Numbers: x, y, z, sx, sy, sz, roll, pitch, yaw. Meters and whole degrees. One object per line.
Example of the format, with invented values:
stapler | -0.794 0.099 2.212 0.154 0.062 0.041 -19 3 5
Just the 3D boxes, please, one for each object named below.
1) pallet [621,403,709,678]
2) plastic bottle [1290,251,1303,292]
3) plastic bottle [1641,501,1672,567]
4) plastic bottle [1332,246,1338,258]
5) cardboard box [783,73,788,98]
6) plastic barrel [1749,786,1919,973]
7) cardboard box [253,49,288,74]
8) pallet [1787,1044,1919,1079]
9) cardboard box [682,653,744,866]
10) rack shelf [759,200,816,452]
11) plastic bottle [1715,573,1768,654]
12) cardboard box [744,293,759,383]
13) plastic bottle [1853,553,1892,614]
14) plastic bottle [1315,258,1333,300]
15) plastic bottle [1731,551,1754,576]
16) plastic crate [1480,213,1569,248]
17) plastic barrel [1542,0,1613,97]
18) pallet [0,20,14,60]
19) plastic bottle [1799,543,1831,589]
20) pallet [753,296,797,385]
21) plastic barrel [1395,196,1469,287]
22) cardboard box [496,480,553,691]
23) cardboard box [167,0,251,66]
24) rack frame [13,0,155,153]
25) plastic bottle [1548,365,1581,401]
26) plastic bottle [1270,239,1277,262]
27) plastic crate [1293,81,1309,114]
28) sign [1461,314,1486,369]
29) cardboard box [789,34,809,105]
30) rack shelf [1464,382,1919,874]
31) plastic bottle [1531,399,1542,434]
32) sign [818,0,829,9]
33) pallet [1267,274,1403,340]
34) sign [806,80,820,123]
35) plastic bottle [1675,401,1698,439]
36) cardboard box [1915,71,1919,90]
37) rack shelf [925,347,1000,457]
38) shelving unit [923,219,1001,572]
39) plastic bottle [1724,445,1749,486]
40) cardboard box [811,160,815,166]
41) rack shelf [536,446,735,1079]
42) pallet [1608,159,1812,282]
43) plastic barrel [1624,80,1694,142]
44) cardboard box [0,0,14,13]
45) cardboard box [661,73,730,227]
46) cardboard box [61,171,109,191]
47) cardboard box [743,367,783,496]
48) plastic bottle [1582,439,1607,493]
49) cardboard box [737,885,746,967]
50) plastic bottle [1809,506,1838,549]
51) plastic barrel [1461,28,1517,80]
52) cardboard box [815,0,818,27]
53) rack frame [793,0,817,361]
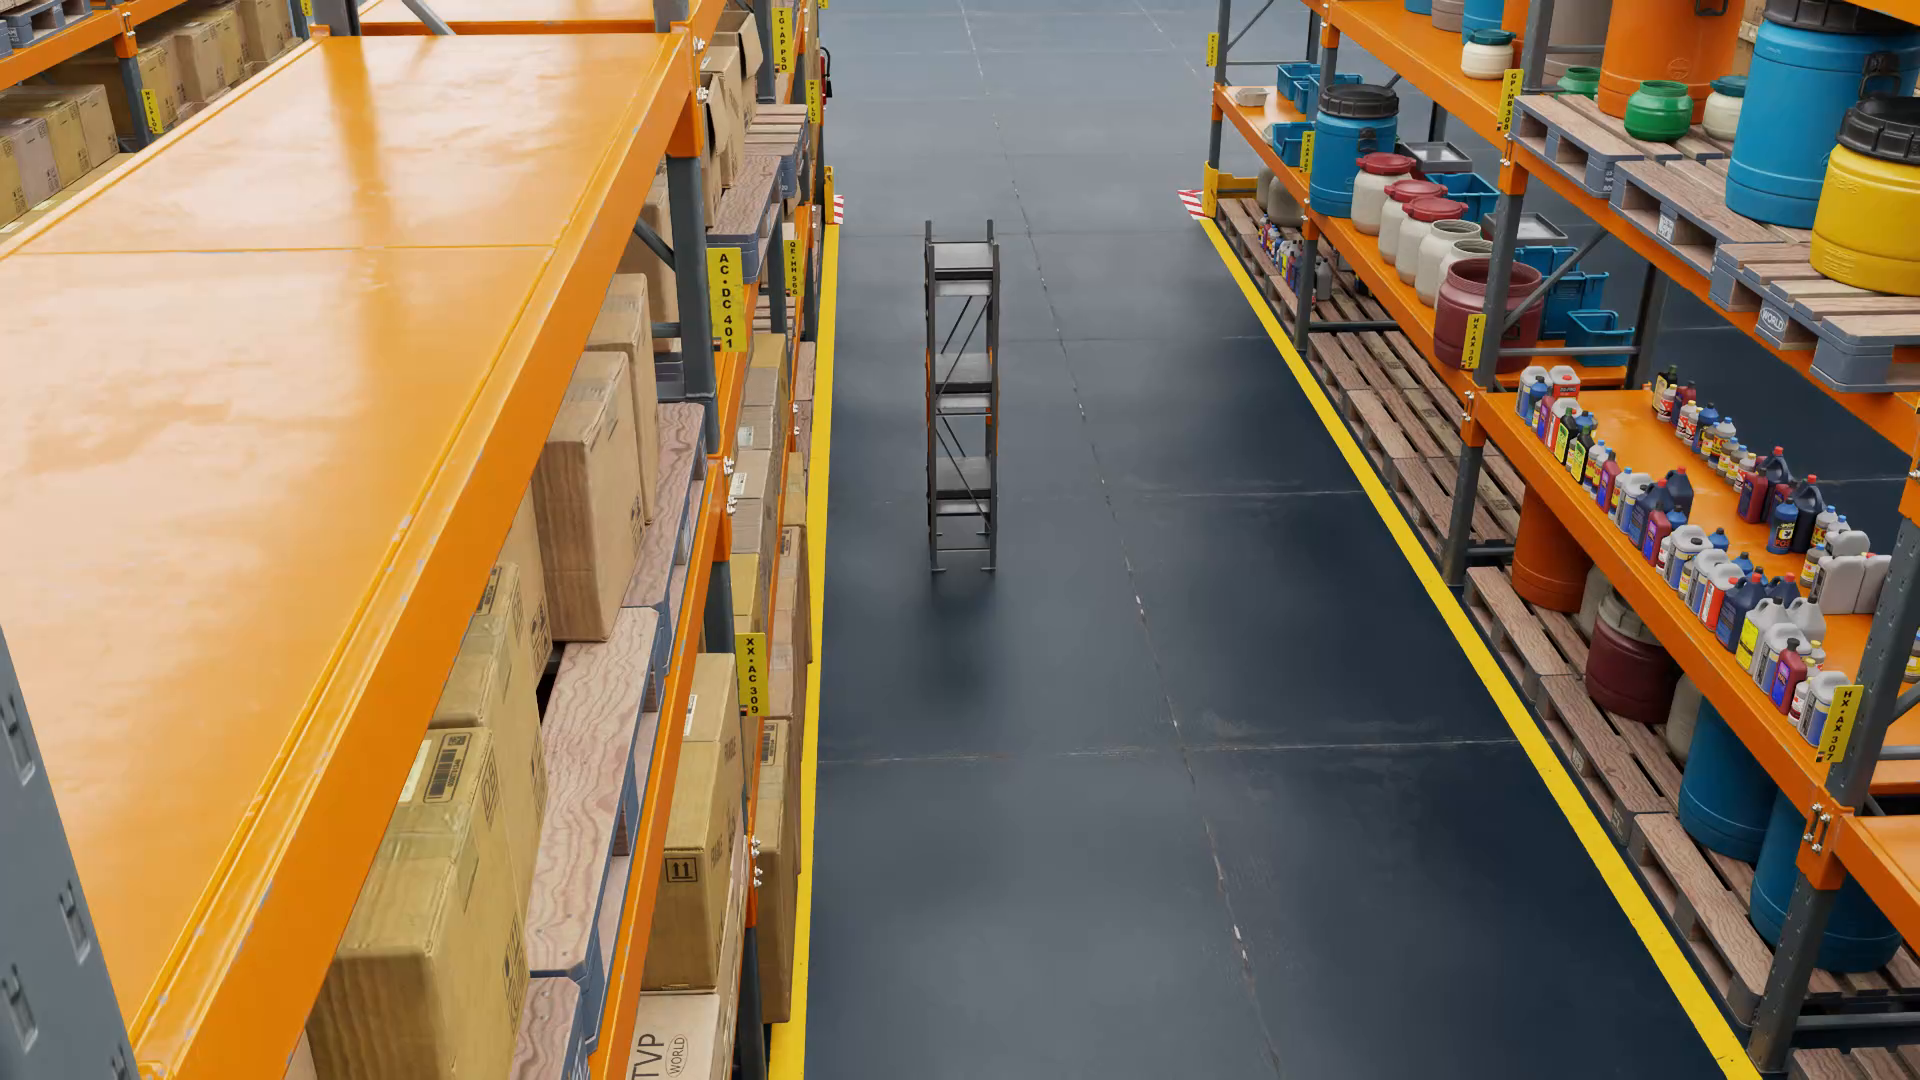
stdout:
pallet | -1.222 -0.024 4.404 1.003 0.211 1.213 -1 28 -3
plastic bottle | 2.943 -2.325 14.352 0.144 0.351 0.185 -3 28 -5
plastic bottle | 3.227 -0.030 7.689 0.061 0.283 0.133 -1 28 -3
plastic bottle | 3.469 -2.696 15.226 0.097 0.201 0.097 0 28 0
cardboard box | -1.260 -2.682 9.567 0.500 0.250 0.500 -1 28 -1
plastic barrel | 3.681 1.262 6.902 0.600 0.901 0.708 -1 28 -3
cardboard box | -6.724 -4.222 15.440 0.875 0.550 0.550 -1 28 -3
pallet | 3.769 2.344 6.027 1.003 0.211 1.213 -1 28 -3
cardboard box | -0.963 0.697 5.200 0.500 0.500 0.500 -1 28 -1
rack shelf | -1.567 -1.563 11.281 1.077 0.370 4.000 -1 28 -3
plastic bottle | 3.308 0.289 7.005 0.144 0.351 0.185 -1 28 -3
cardboard box | -1.441 -1.109 8.440 0.797 0.503 0.637 0 28 -1
plastic bottle | 4.000 0.174 7.307 0.152 0.276 0.135 -1 28 -3
plastic bottle | 3.097 -2.240 14.189 0.144 0.351 0.185 -1 28 -3
plastic bottle | 3.420 0.177 7.306 0.097 0.271 0.097 0 28 0
plastic crate | 3.704 -1.860 11.003 0.402 0.464 0.583 -1 28 -3
plastic barrel | 3.657 -3.015 9.501 0.600 0.901 0.600 0 28 0
pallet | -6.569 -2.944 10.111 1.003 0.211 1.213 0 28 0
plastic bottle | 3.864 0.111 7.508 0.097 0.201 0.097 0 28 0
pallet | -1.607 -1.200 10.014 1.213 0.211 1.003 -1 28 -3
plastic barrel | 3.166 -2.000 11.193 0.433 0.535 0.433 0 28 0
cardboard box | -1.244 0.137 3.329 0.700 0.500 0.500 0 28 0
cardboard box | -6.844 -4.439 14.687 0.875 0.550 0.550 -1 28 -3
rack frame | -6.630 -2.732 12.745 1.000 3.000 0.127 -1 28 -3
plastic bottle | 3.335 -0.819 9.211 0.152 0.276 0.135 -1 28 -3
plastic bottle | 2.877 -2.632 15.102 0.097 0.201 0.097 0 28 0
plastic crate | 3.419 -4.182 15.686 0.499 0.251 0.408 -1 28 -3
sign | 2.934 -1.134 9.503 0.100 0.325 0.005 -1 28 -3
cardboard box | -1.441 -3.639 12.972 0.500 0.500 0.500 -1 28 -3
rack shelf | 3.588 0.165 7.968 1.077 0.370 4.000 -1 28 -3
plastic bottle | 3.167 -0.683 9.031 0.097 0.201 0.097 0 28 0
sign | -1.325 -5.310 16.094 0.100 0.325 0.005 -1 28 -3
pallet | 3.281 -2.000 14.356 1.003 0.211 1.213 -1 28 -3
sign | -1.118 -3.334 12.646 0.100 0.325 0.005 -1 28 -3
plastic bottle | 3.930 -0.653 8.973 0.097 0.201 0.097 0 28 0
cardboard box | 8.192 -3.867 13.410 0.700 0.500 0.500 -1 28 -2
rack shelf | 0.009 -0.842 10.124 0.431 0.518 0.480 -1 28 -3
shelving unit | 0.009 -0.855 10.118 0.431 2.100 0.503 -1 28 -3
plastic bottle | 3.961 -0.383 8.456 0.097 0.201 0.097 0 28 0
cardboard box | -1.418 -3.263 14.034 0.380 0.149 0.250 -1 28 -3
rack shelf | -1.150 0.802 3.504 1.077 0.370 4.000 -1 28 -3
pallet | 3.491 -1.360 7.075 1.003 0.211 1.213 -1 28 -3
plastic barrel | 3.309 -2.030 7.869 0.294 0.245 0.294 0 28 0
cardboard box | -6.319 -3.449 10.410 0.500 0.311 0.500 -2 28 -5
cardboard box | -1.335 -1.577 6.721 0.797 0.503 0.637 -2 28 -3
cardboard box | -6.310 -2.309 11.825 0.500 0.500 0.500 -2 28 -3
cardboard box | -1.170 -0.550 8.453 0.500 0.500 0.500 -2 28 -3
plastic bottle | 3.205 -0.377 8.369 0.097 0.271 0.097 0 28 0
cardboard box | -0.897 1.252 5.377 0.380 0.149 0.250 -1 28 -2
plastic bottle | 4.004 -0.030 7.704 0.097 0.271 0.097 0 28 0
plastic barrel | 3.184 -2.928 10.026 0.301 0.262 0.301 0 28 0
cardboard box | -1.605 -5.024 15.628 0.500 0.500 0.500 -1 28 -3
rack frame | -1.672 -2.805 12.885 1.000 3.000 0.127 -1 28 -3
